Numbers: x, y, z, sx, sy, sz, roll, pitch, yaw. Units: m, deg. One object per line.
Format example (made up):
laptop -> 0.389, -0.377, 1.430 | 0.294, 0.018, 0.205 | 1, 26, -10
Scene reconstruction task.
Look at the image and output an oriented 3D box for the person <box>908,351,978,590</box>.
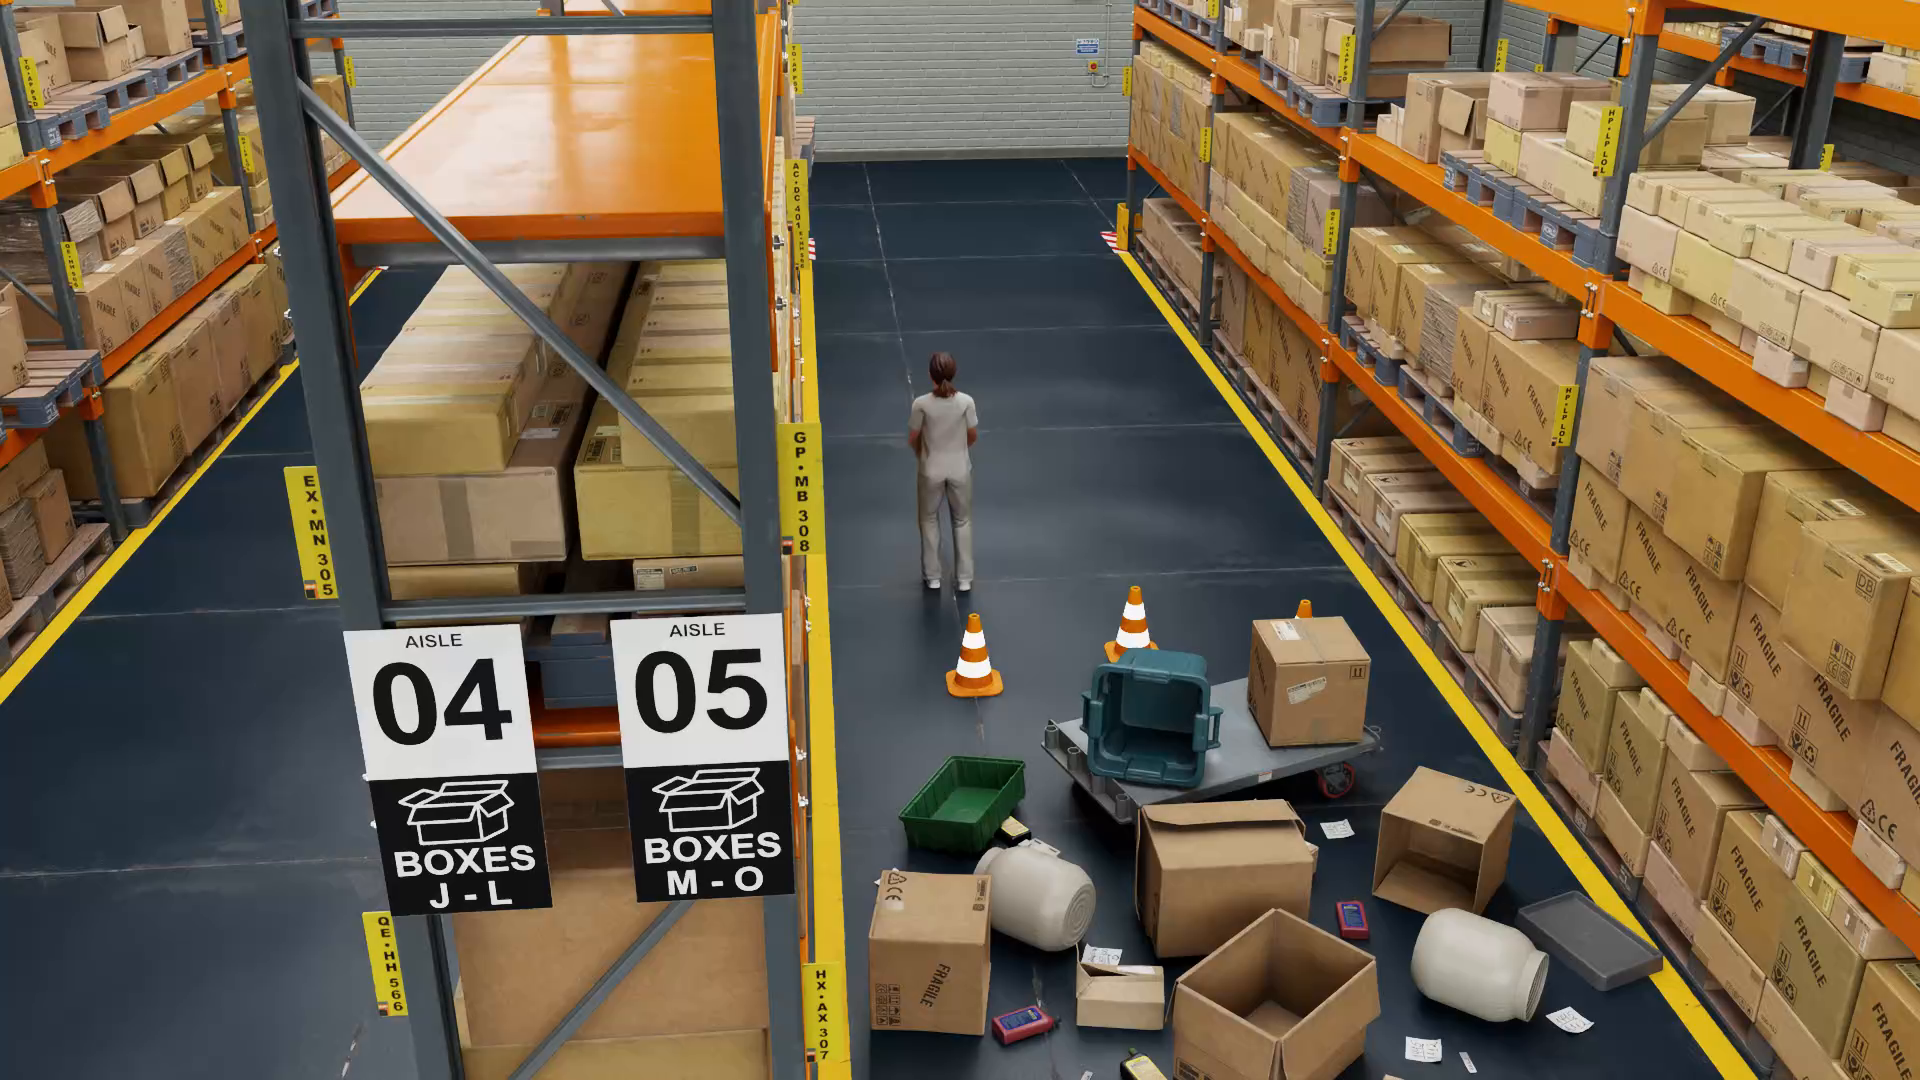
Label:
person -> -0.117, -0.468, 11.159 | 0.465, 1.675, 0.461 | -3, 24, -6
